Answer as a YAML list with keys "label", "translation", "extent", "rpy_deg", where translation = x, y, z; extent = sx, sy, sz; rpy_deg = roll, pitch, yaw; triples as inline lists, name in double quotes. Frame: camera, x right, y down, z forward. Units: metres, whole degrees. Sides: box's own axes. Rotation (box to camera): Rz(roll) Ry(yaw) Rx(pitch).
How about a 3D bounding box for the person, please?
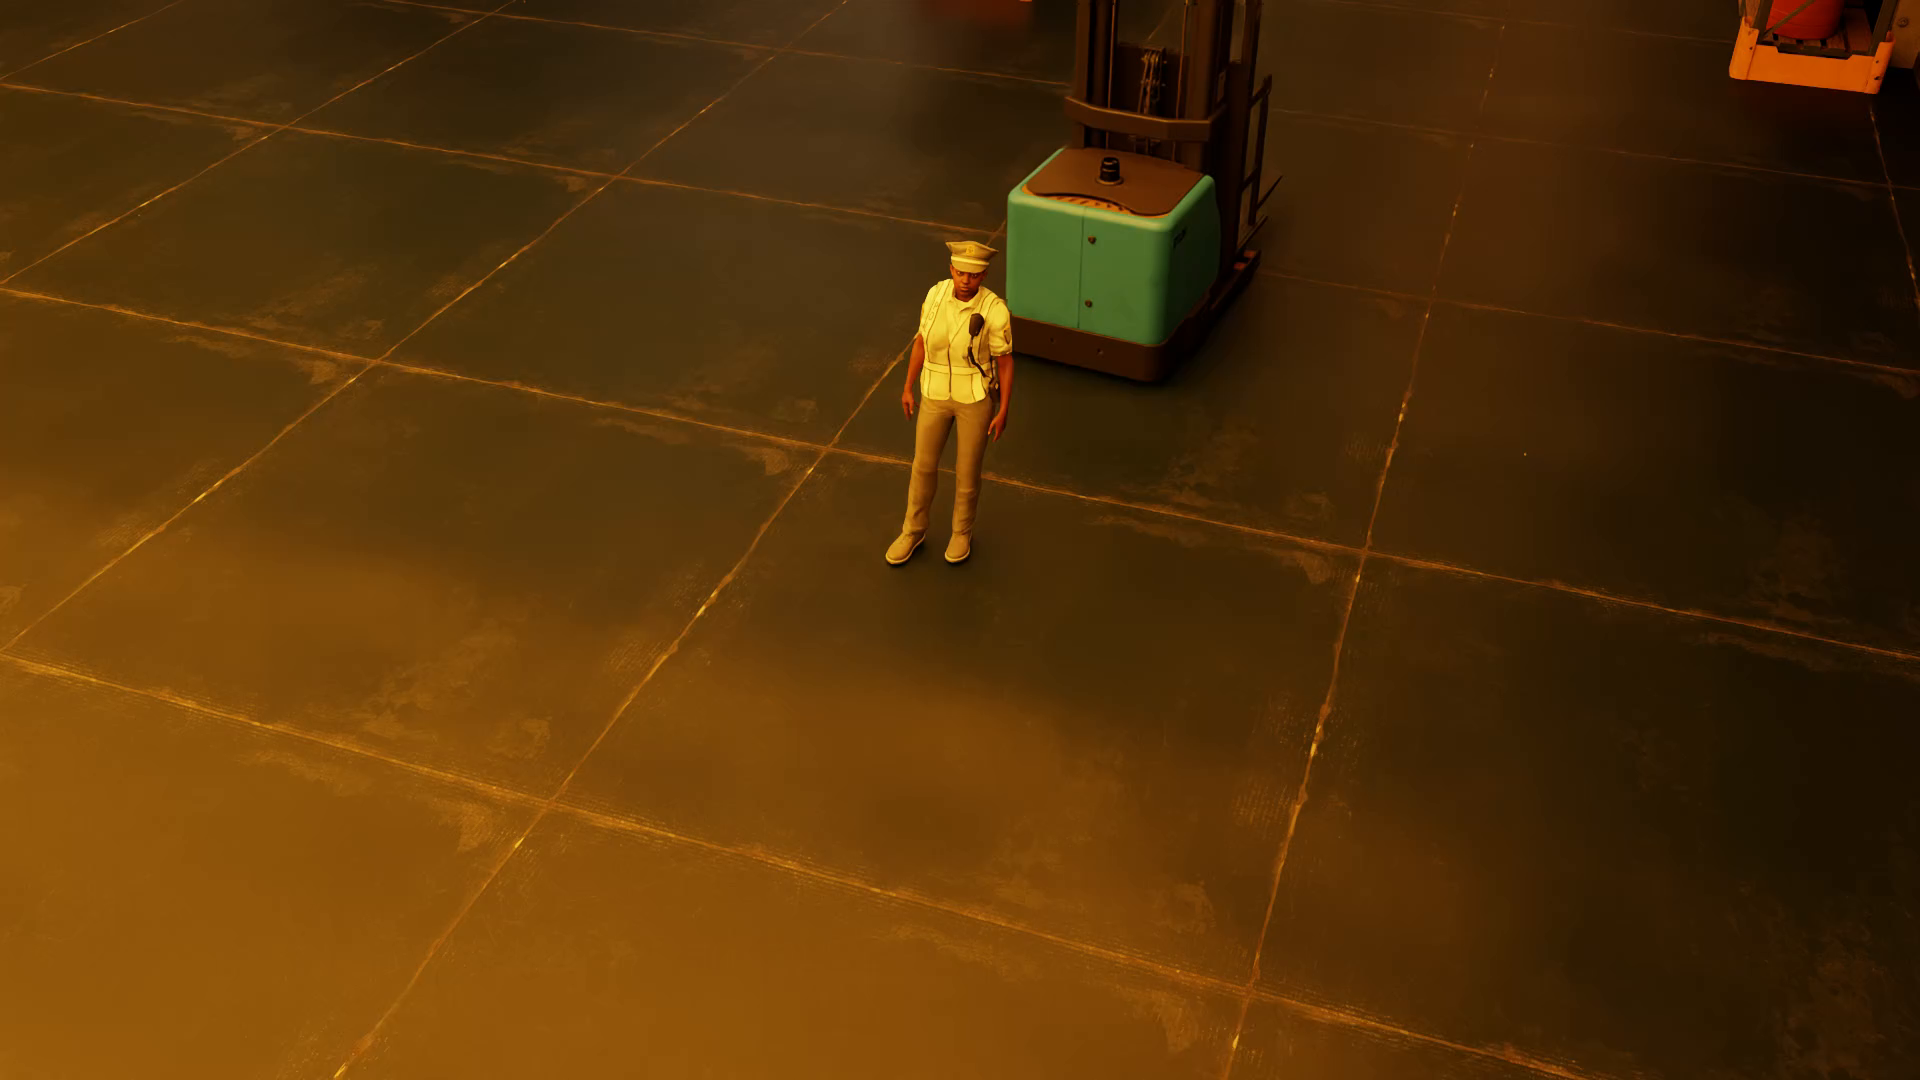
- label: "person"
  translation: [-0.044, -0.660, 8.099]
  extent: [0.569, 1.694, 0.530]
  rpy_deg: [12, 37, 16]

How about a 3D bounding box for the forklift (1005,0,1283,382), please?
- label: "forklift"
  translation: [1.362, -2.971, 10.302]
  extent: [1.130, 2.935, 3.031]
  rpy_deg: [16, 38, 21]
